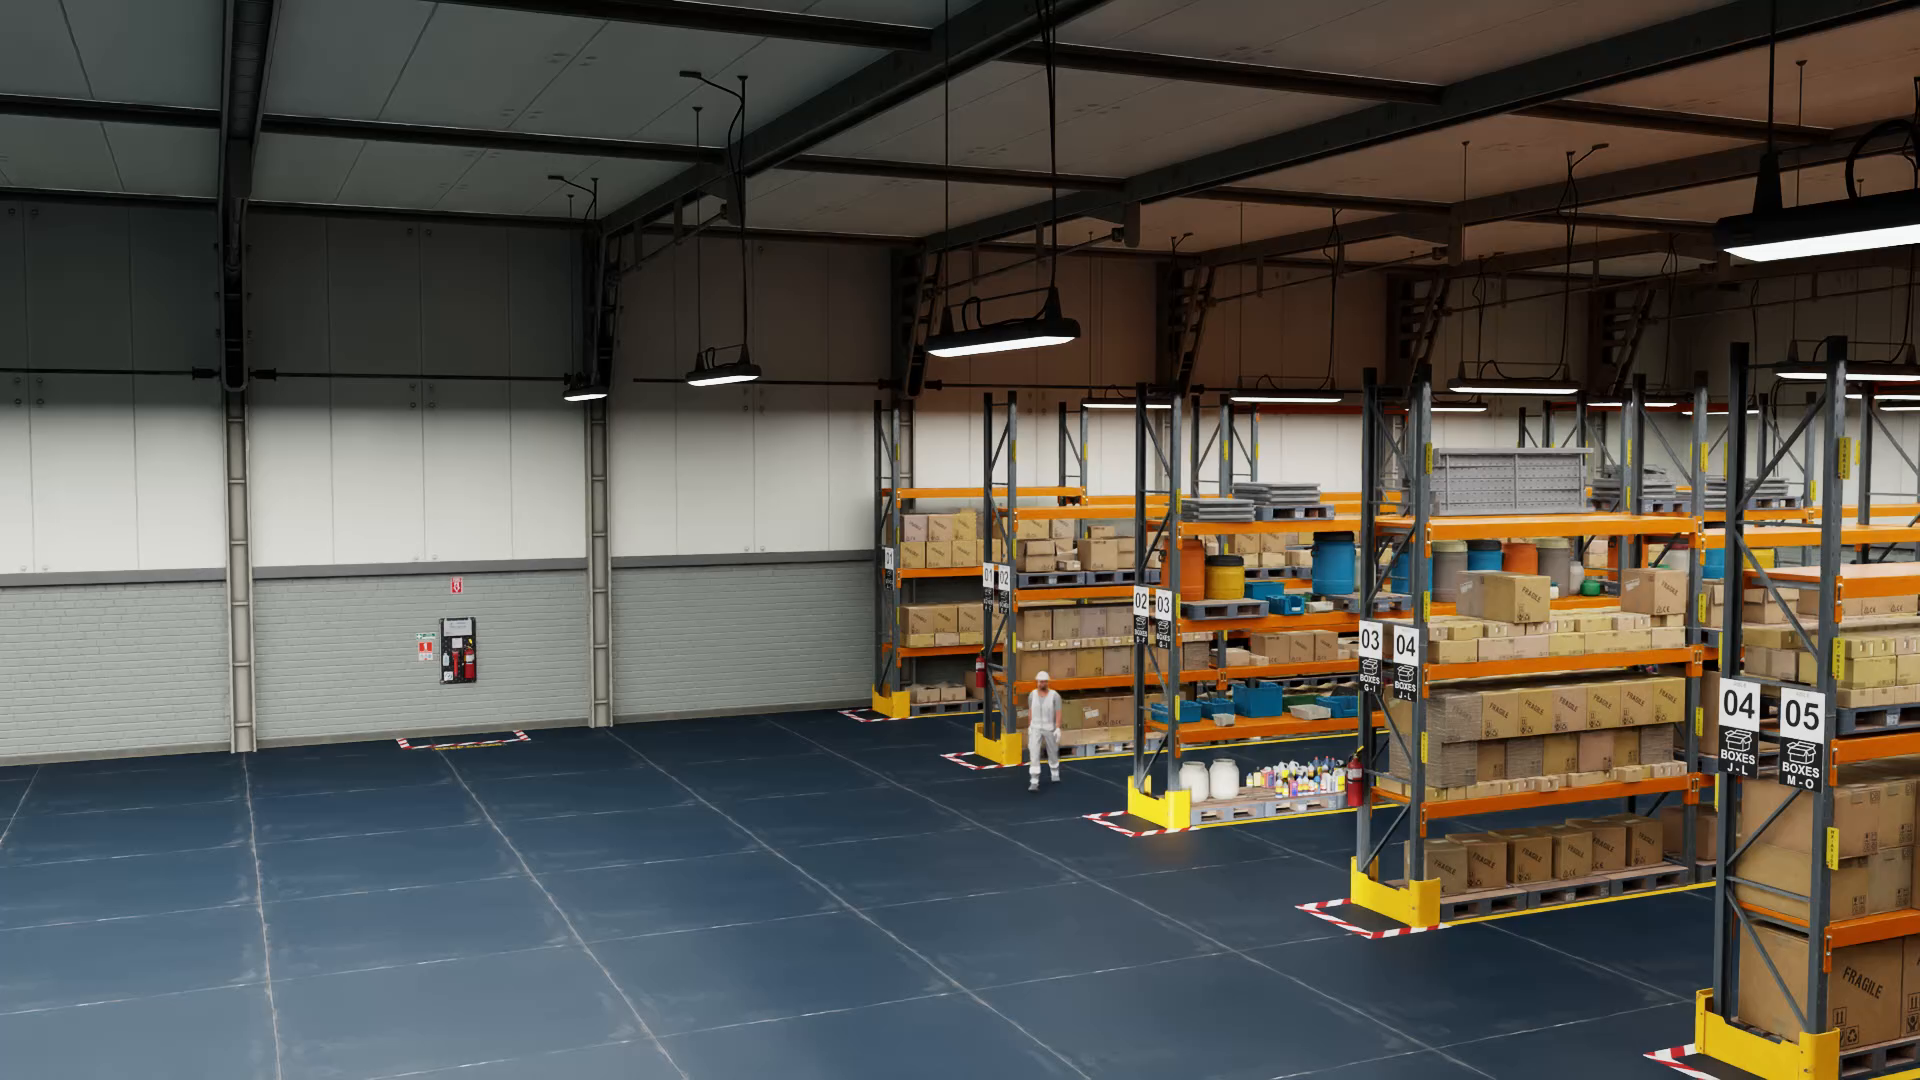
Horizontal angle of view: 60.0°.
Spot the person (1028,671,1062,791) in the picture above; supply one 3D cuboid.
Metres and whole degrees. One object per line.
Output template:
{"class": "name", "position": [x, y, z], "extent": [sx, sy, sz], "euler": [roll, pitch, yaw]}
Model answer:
{"class": "person", "position": [1.261, 2.839, 24.852], "extent": [0.548, 1.754, 1.010], "euler": [1, 3, 16]}
